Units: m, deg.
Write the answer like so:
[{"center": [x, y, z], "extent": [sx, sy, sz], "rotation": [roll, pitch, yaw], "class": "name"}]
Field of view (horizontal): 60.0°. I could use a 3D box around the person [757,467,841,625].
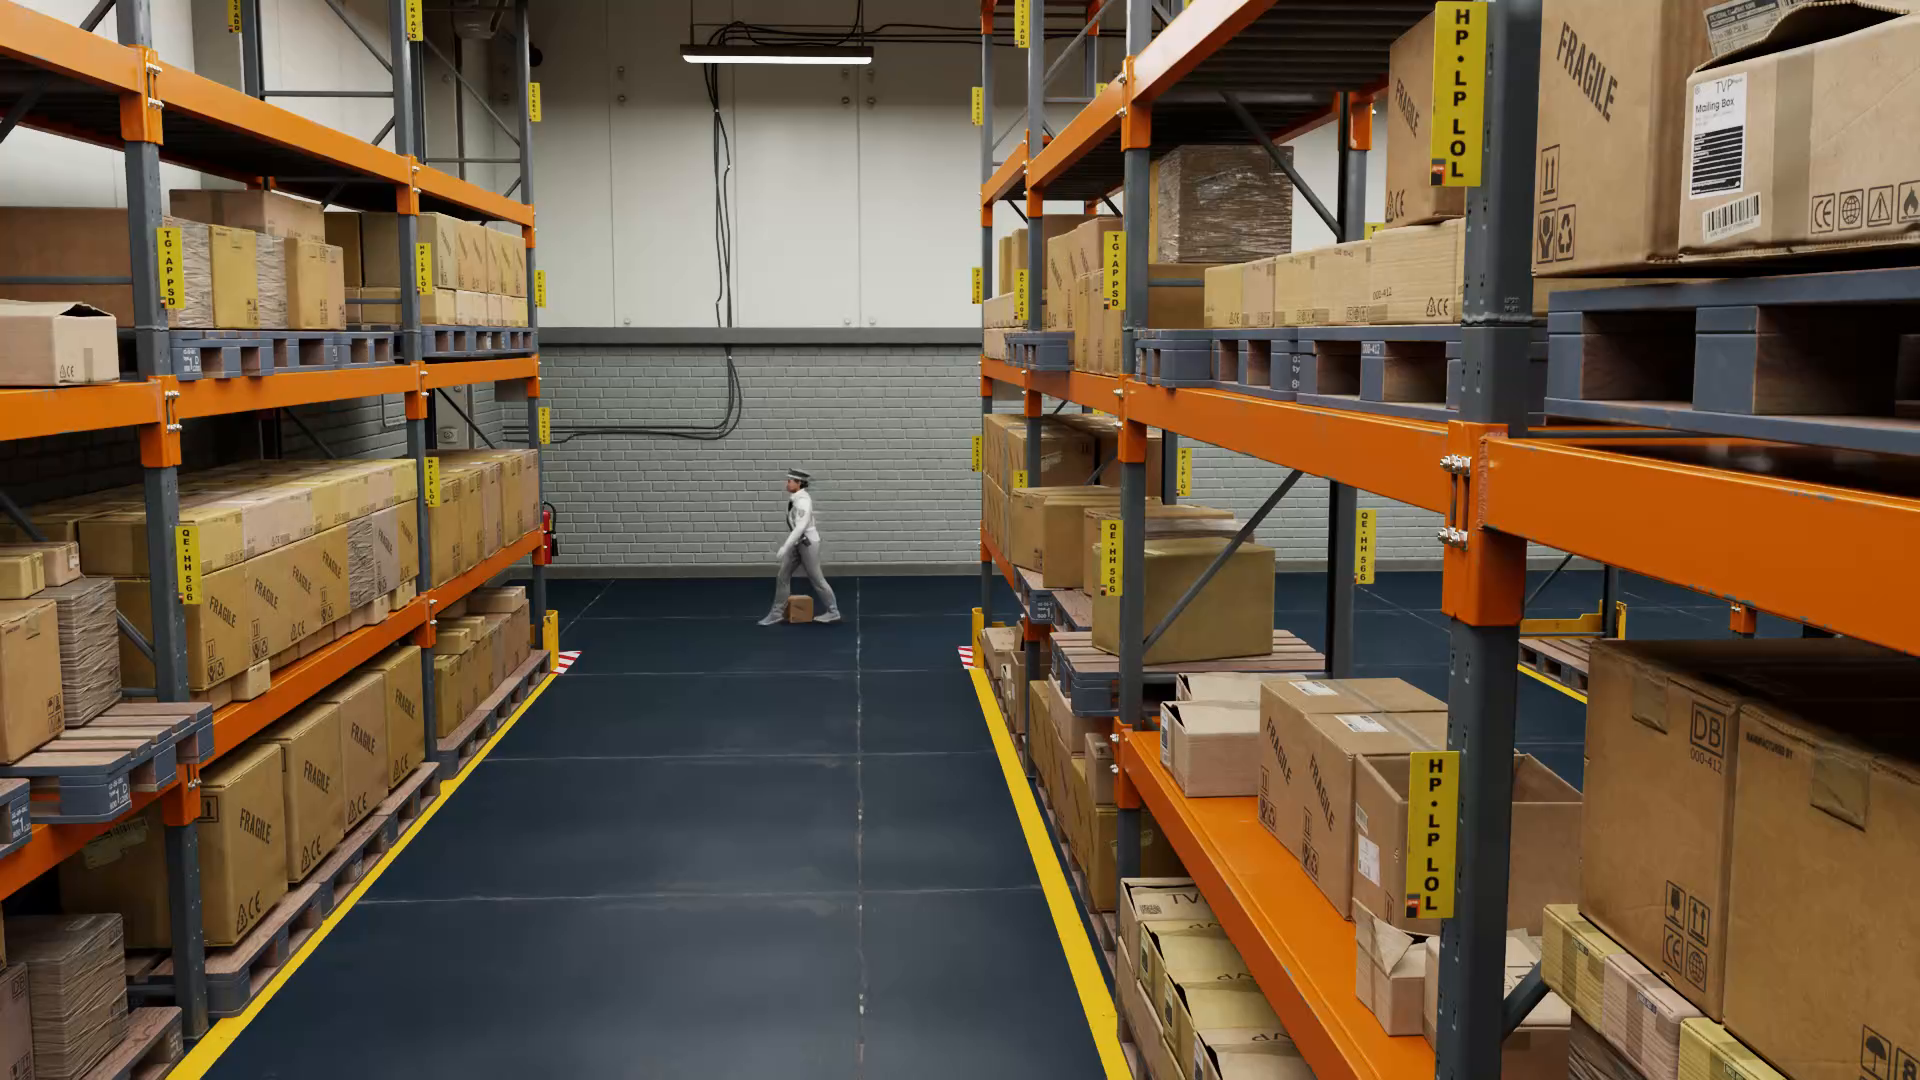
[{"center": [-1.666, 0.074, 17.228], "extent": [0.852, 1.670, 0.563], "rotation": [-2, 7, -17], "class": "person"}]
